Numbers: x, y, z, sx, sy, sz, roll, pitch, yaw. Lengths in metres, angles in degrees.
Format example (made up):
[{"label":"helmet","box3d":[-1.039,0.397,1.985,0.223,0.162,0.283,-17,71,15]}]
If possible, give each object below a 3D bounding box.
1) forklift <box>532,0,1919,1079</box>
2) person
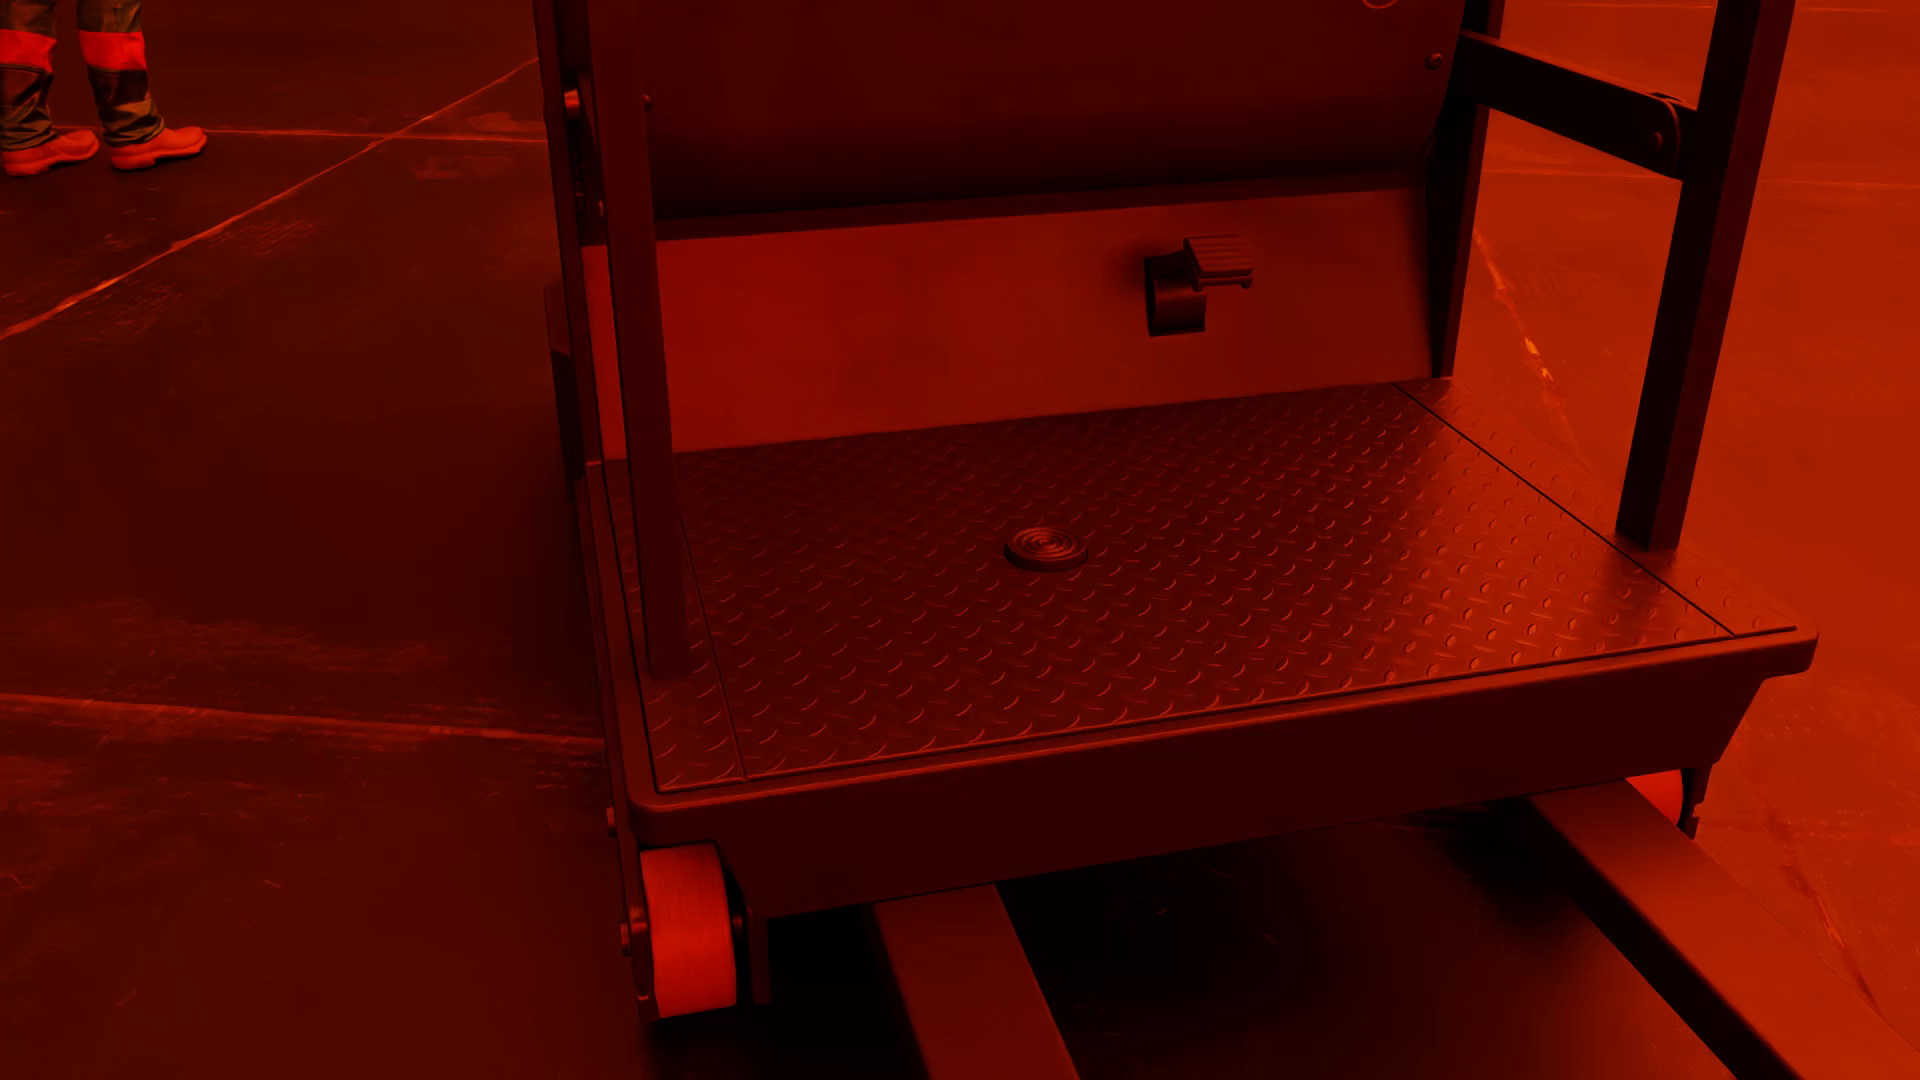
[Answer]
[{"label":"forklift","box3d":[0.153,-1.049,1.319,1.130,2.935,3.031,-7,27,-13]},{"label":"person","box3d":[-2.400,-1.838,4.223,0.745,1.754,0.506,16,31,29]}]
